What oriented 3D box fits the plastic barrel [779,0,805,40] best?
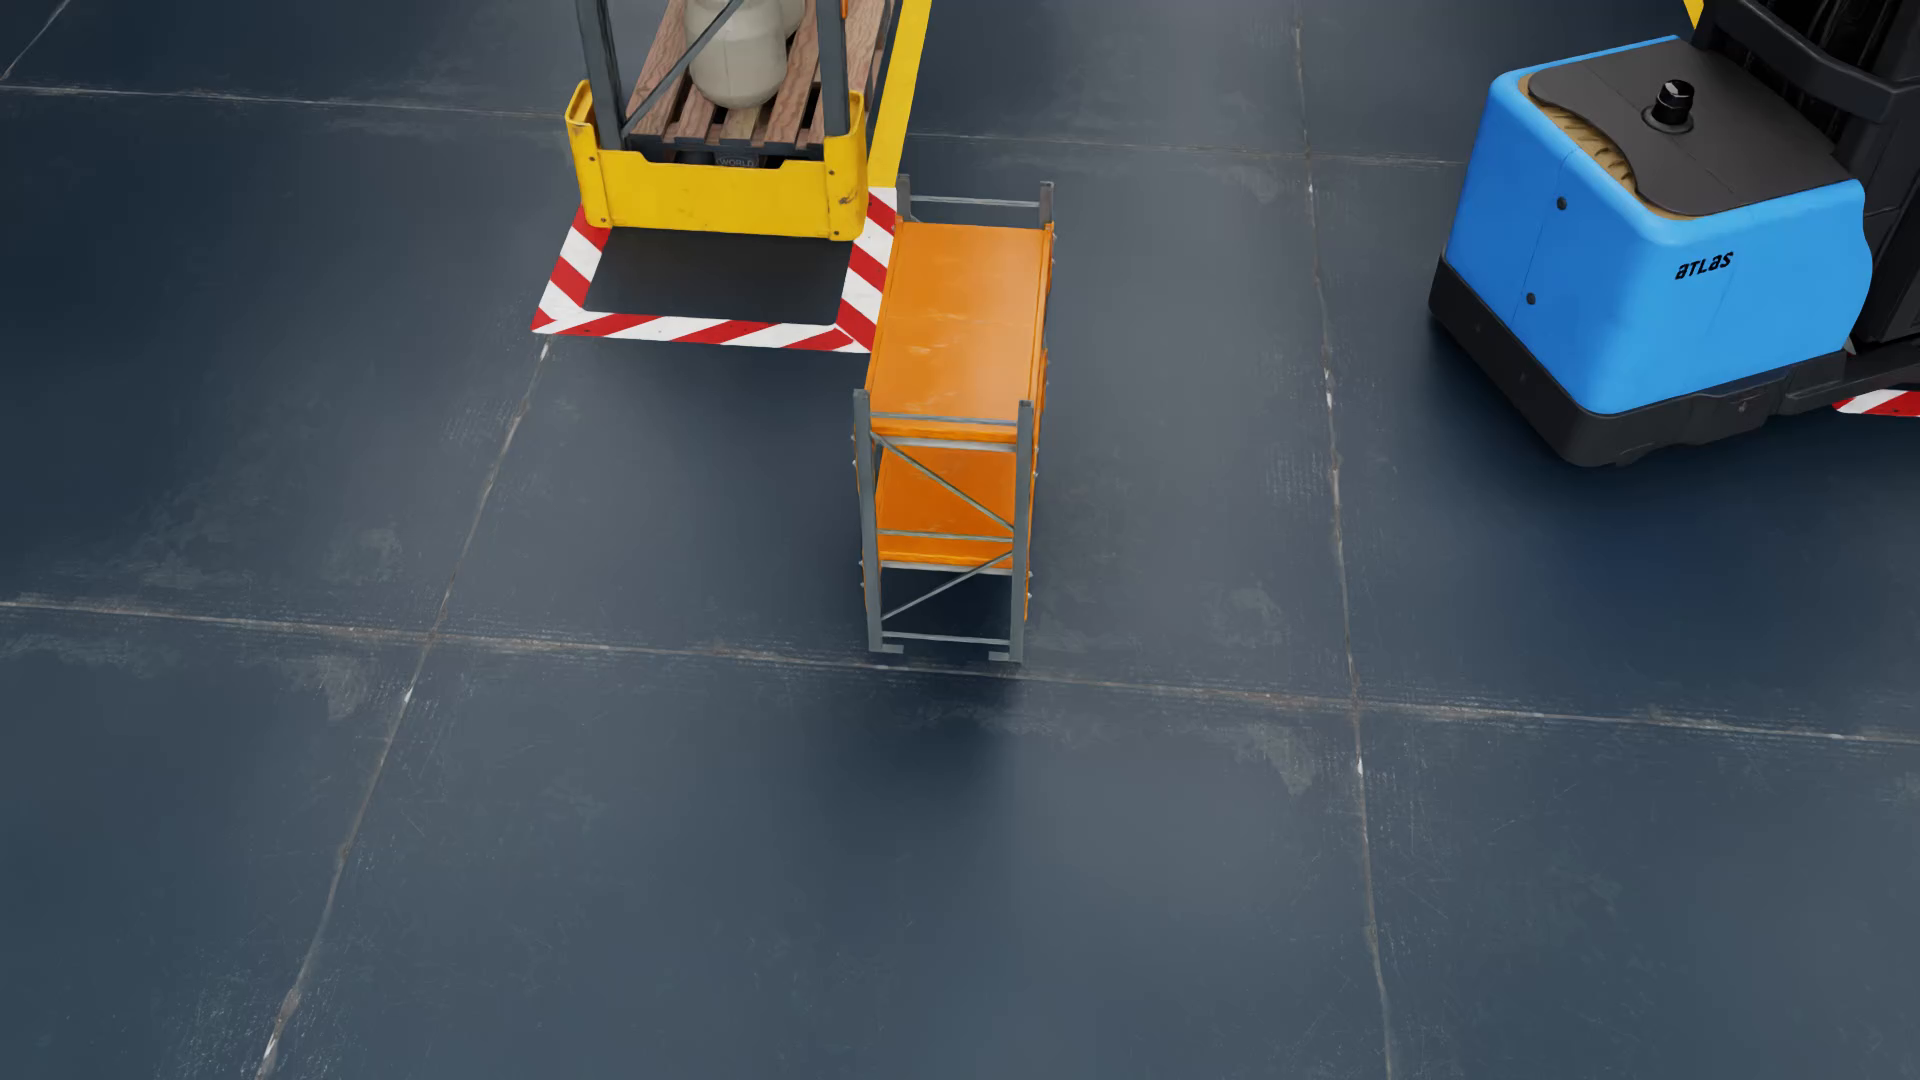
[{"bbox_3d":[-0.911,-2.511,7.415,0.421,0.512,0.421,0,48,0],"label":"plastic barrel"}]

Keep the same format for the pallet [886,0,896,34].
[{"bbox_3d":[-0.787,-2.960,8.315,1.003,0.211,1.213,4,48,4],"label":"pallet"}]

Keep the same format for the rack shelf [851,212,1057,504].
[{"bbox_3d":[0.001,-0.582,5.123,0.538,0.278,1.000,4,48,4],"label":"rack shelf"}]

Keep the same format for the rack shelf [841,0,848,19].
[{"bbox_3d":[-0.758,-3.579,7.478,1.077,0.370,4.000,4,48,4],"label":"rack shelf"}]

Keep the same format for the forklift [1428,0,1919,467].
[{"bbox_3d":[3.399,-1.931,5.530,3.031,2.935,1.130,-15,49,-14],"label":"forklift"}]

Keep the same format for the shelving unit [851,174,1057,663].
[{"bbox_3d":[0.001,-0.385,5.339,0.538,1.125,1.048,4,48,4],"label":"shelving unit"}]

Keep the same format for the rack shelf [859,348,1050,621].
[{"bbox_3d":[0.001,-0.220,5.520,0.538,0.278,1.000,4,48,4],"label":"rack shelf"}]

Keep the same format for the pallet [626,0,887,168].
[{"bbox_3d":[-0.901,-2.066,7.497,1.003,0.211,1.213,4,48,4],"label":"pallet"}]

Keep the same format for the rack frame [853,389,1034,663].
[{"bbox_3d":[-0.046,-0.011,4.998,0.500,1.125,0.032,4,48,4],"label":"rack frame"}]

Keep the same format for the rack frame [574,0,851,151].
[{"bbox_3d":[-0.940,-2.352,5.868,1.000,3.000,0.127,4,48,4],"label":"rack frame"}]

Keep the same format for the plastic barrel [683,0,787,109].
[{"bbox_3d":[-0.956,-2.143,7.078,0.421,0.512,0.421,0,48,0],"label":"plastic barrel"}]

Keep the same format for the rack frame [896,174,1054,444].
[{"bbox_3d":[0.047,-0.758,5.681,0.500,1.125,0.032,4,48,4],"label":"rack frame"}]

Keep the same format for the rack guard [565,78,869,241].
[{"bbox_3d":[-0.980,-1.567,6.845,1.175,0.500,0.348,4,48,4],"label":"rack guard"}]
